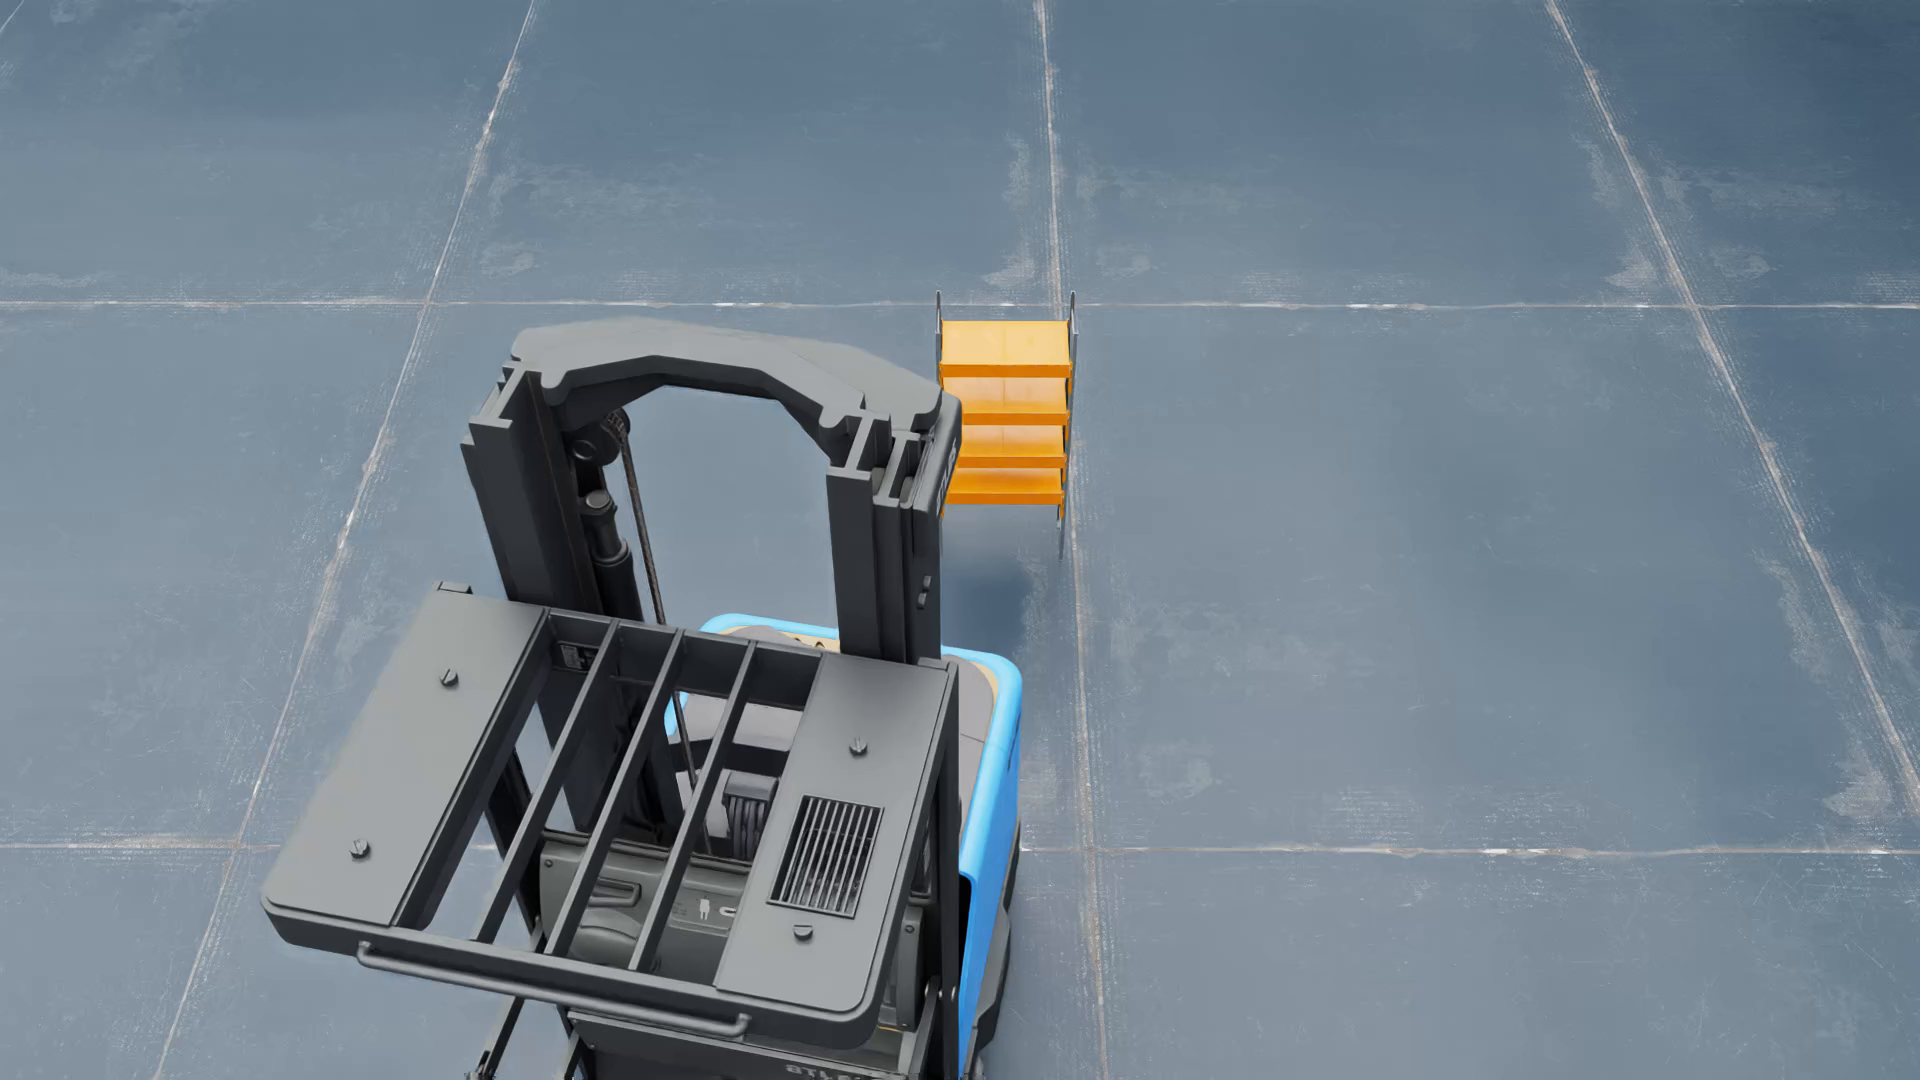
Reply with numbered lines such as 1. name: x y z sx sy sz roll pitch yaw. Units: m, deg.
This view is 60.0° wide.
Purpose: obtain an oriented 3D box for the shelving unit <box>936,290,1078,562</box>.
1. shelving unit: 0.166 -0.408 6.391 0.503 1.200 0.258 0 47 0

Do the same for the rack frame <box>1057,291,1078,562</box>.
1. rack frame: 0.410 -0.408 6.391 0.015 1.200 0.240 0 47 0

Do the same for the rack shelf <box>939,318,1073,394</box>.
1. rack shelf: 0.166 -0.676 6.104 0.480 0.148 0.258 0 47 0

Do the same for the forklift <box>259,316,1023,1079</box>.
1. forklift: -0.594 1.077 3.826 1.130 2.935 3.031 8 48 8

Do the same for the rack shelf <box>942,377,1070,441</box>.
1. rack shelf: 0.166 -0.515 6.277 0.480 0.148 0.258 0 47 0

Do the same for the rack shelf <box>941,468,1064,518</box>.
1. rack shelf: 0.166 -0.227 6.586 0.480 0.148 0.258 0 47 0

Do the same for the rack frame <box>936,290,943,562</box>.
1. rack frame: -0.078 -0.409 6.392 0.015 1.200 0.240 0 47 0

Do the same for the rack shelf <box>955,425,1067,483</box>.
1. rack shelf: 0.166 -0.363 6.440 0.480 0.148 0.258 0 47 0
